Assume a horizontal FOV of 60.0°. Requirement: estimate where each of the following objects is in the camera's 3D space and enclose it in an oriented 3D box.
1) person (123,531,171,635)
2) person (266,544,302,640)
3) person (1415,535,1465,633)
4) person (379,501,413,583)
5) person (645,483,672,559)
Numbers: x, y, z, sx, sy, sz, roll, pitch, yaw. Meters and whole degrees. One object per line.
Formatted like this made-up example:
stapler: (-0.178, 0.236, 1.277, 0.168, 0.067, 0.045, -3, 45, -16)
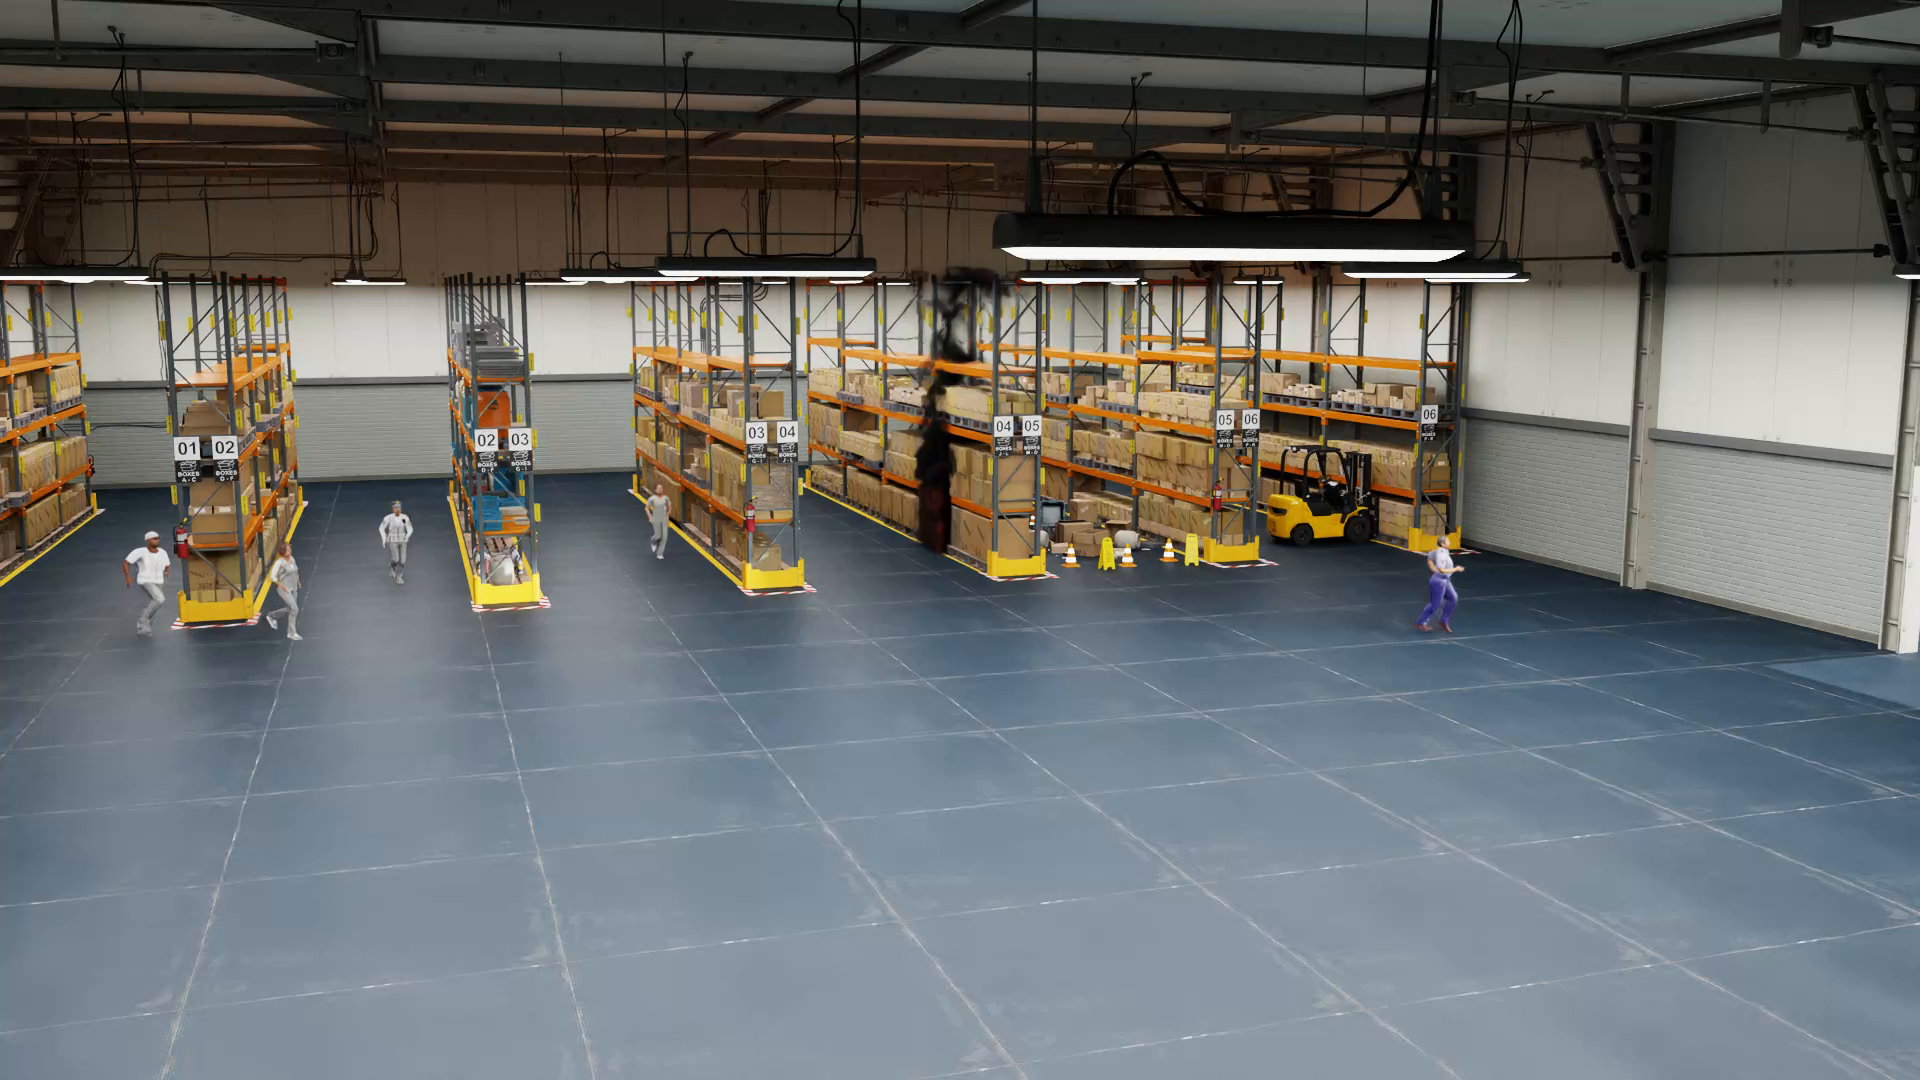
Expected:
person: (-13.402, 0.712, 27.629, 0.649, 1.697, 0.725, 4, 10, 25)
person: (-11.153, 0.844, 27.358, 0.663, 1.599, 0.540, 2, 9, 16)
person: (8.033, 0.761, 27.748, 0.739, 1.675, 0.554, 3, 9, 21)
person: (-10.943, 0.044, 32.370, 0.603, 1.643, 0.575, -5, 10, -30)
person: (-6.391, -0.404, 35.399, 0.564, 1.621, 0.569, -4, 9, -24)
